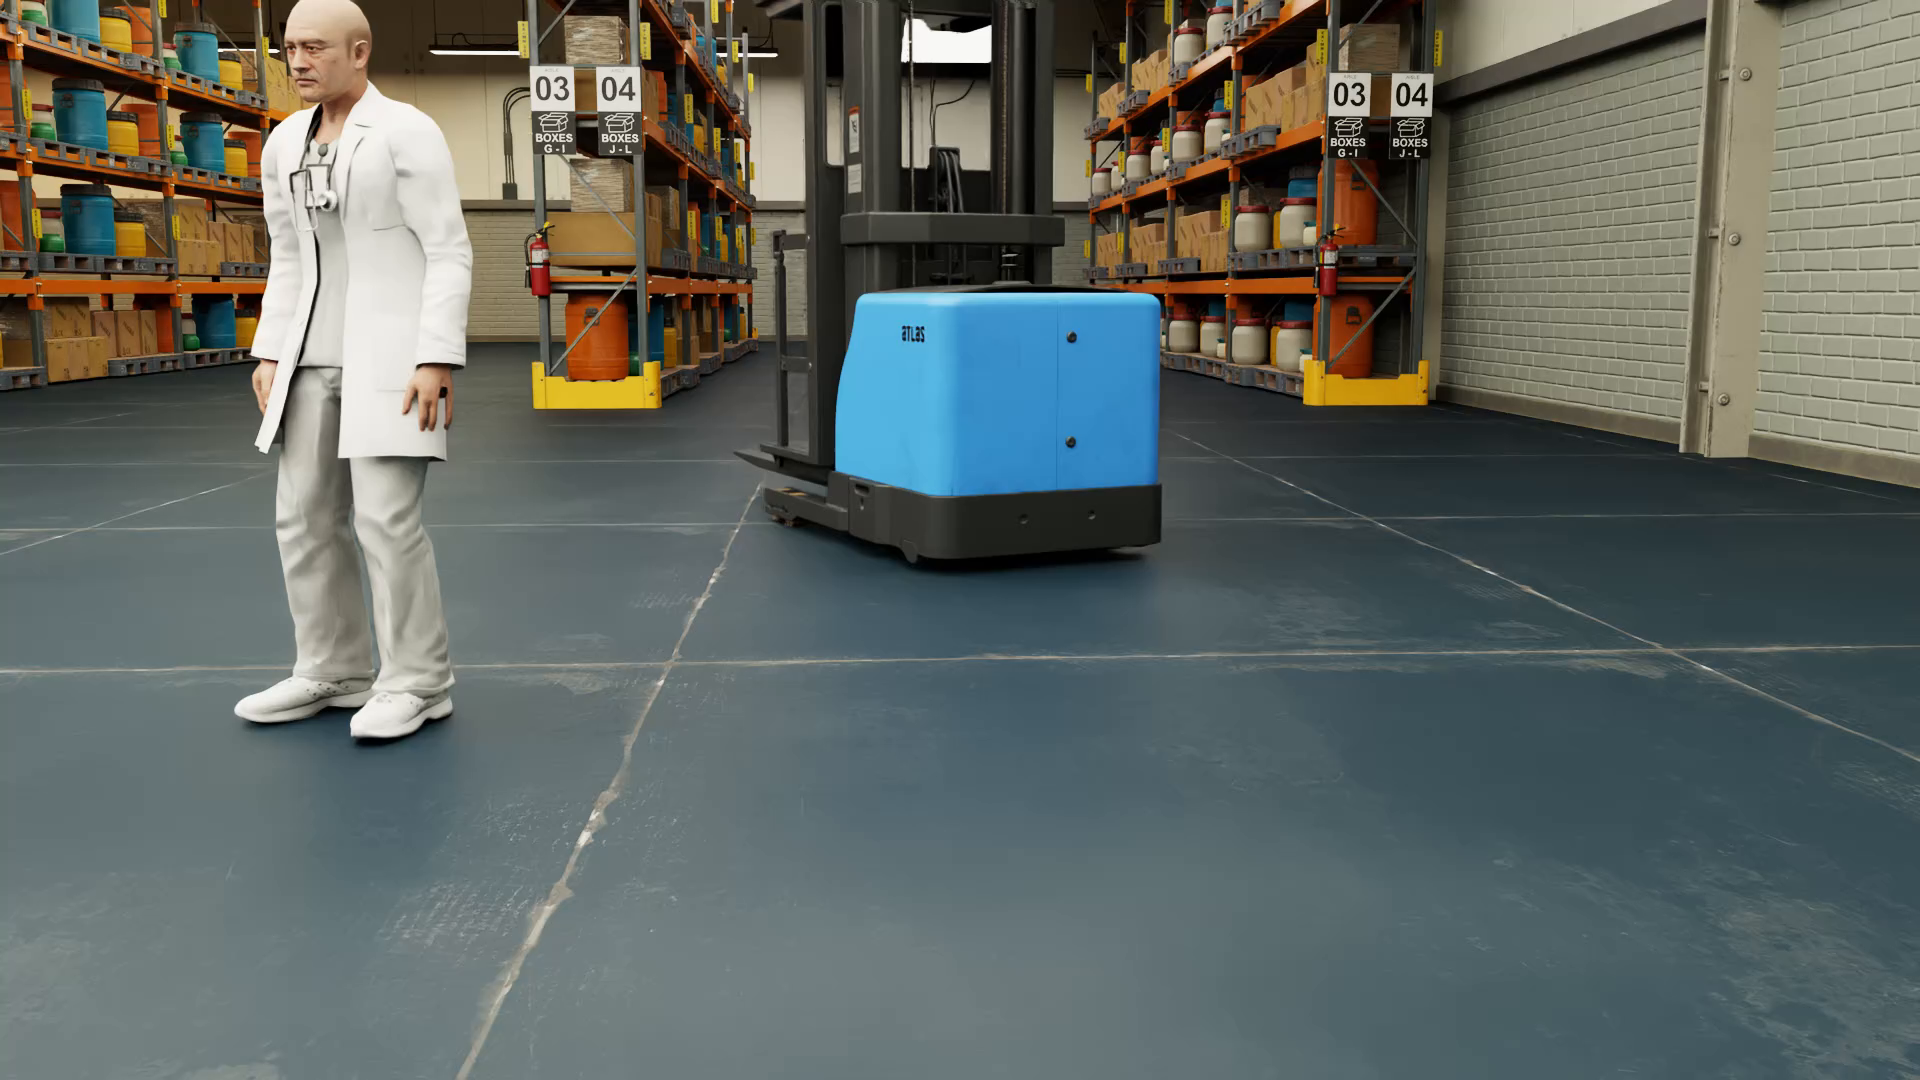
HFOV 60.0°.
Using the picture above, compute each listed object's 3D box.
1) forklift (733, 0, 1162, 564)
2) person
[{"bbox_3d":[-0.275,-1.534,7.659,1.130,2.935,3.031,-4,9,-25],"label":"forklift"},{"bbox_3d":[-1.491,-0.419,4.099,0.643,1.773,0.433,4,9,25],"label":"person"}]
